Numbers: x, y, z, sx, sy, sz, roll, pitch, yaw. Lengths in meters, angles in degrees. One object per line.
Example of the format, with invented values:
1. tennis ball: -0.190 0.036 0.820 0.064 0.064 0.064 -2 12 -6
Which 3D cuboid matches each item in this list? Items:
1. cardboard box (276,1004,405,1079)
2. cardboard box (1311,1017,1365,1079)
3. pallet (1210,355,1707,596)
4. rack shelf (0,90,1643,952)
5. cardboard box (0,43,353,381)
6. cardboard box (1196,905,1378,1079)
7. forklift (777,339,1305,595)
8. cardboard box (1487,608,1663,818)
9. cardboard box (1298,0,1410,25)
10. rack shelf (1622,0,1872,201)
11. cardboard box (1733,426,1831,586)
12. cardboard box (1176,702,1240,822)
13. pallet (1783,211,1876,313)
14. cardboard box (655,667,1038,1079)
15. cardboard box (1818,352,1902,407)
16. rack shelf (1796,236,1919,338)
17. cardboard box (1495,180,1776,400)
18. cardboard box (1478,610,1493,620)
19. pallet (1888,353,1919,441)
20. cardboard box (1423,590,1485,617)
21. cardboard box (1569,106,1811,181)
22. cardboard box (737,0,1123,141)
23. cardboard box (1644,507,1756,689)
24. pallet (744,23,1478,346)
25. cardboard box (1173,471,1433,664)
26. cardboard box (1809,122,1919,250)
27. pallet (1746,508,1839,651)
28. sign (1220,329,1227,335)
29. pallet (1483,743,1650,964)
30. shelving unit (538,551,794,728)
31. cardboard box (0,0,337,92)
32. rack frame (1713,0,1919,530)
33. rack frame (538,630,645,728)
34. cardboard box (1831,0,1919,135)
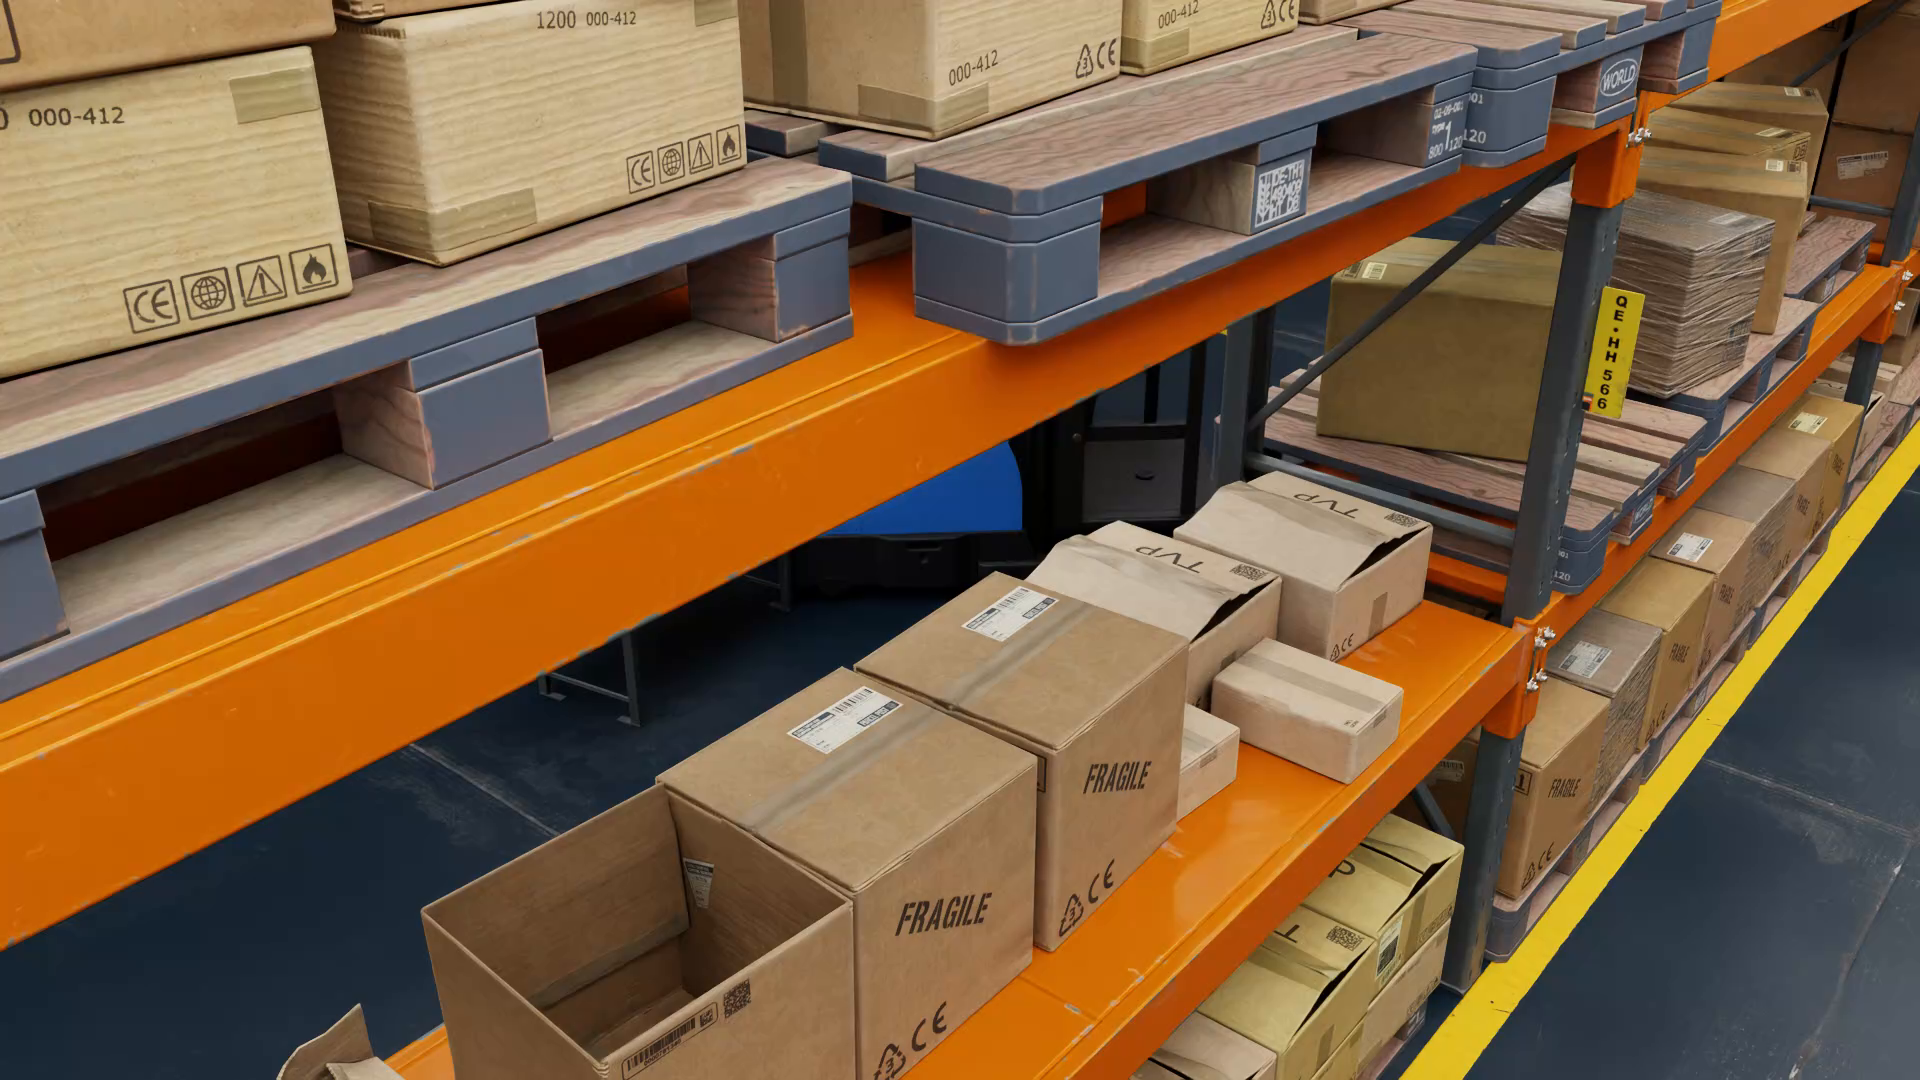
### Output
1. cardboard box: -0.942 1.004 2.691 0.396 0.266 0.258 20 33 33
2. cardboard box: 0.713 1.368 4.377 0.500 0.250 0.500 20 34 34
3. pallet: 1.562 -0.284 5.243 1.213 0.211 1.003 21 34 34
4. rack shelf: -0.087 -0.412 2.801 1.077 0.370 4.000 21 34 34
5. cardboard box: -0.960 -0.358 1.619 0.500 0.250 0.500 -24 36 -38
6. cardboard box: 0.716 1.121 4.244 0.500 0.311 0.500 20 34 34
7. forklift: 0.688 -1.314 7.101 3.031 2.935 1.130 -2 27 -3
8. cardboard box: 2.024 0.541 5.681 0.500 0.500 0.500 19 33 33
9. cardboard box: 0.620 -1.192 3.232 0.500 0.250 0.500 22 34 36
10. rack shelf: 2.457 -1.830 5.542 1.077 0.370 4.000 21 34 34
11. cardboard box: 3.316 -0.180 7.076 0.500 0.500 0.500 21 34 35
12. cardboard box: 0.417 0.472 3.847 0.380 0.149 0.250 24 36 38
13. pallet: 3.137 -1.190 6.995 1.003 0.211 1.213 21 34 34
14. cardboard box: -0.205 0.633 3.152 0.500 0.500 0.500 21 34 34
15. cardboard box: 4.706 -0.859 8.750 0.380 0.166 0.250 21 34 34
16. rack shelf: 5.001 -1.916 8.973 1.077 0.370 4.000 21 34 34
17. cardboard box: 2.228 -0.864 5.590 0.500 0.500 0.700 -21 34 -34
18. cardboard box: 1.599 0.406 5.942 0.500 0.500 0.500 22 35 36
19. pallet: 4.942 -0.966 9.387 1.003 0.211 1.213 21 34 34
20. cardboard box: 1.631 0.052 5.811 0.500 0.250 0.500 22 35 36
21. cardboard box: 2.867 -1.393 6.612 0.500 0.500 0.700 -22 35 -36
22. cardboard box: -0.096 -0.803 2.478 0.500 0.250 0.500 18 32 30
23. cardboard box: 2.674 0.178 6.382 0.500 0.500 0.500 19 33 33
24. pallet: 0.113 -0.693 2.766 1.003 0.211 1.213 23 35 37
25. cardboard box: 0.920 0.047 4.491 0.500 0.311 0.500 23 35 37
26. cardboard box: 4.264 -1.672 7.609 0.500 0.500 0.500 22 34 36
27. pallet: 3.241 0.011 7.499 1.003 0.211 1.213 21 34 34
28. sign: 0.760 -0.743 4.747 0.100 0.325 0.005 21 34 34
29. pallet: 1.689 0.876 5.826 1.003 0.211 1.213 21 34 34
30. shelving unit: -1.189 -0.212 6.527 0.538 1.500 1.048 14 31 25
31. cardboard box: -0.937 -0.683 1.431 0.500 0.500 0.500 21 34 35
32. rack frame: 3.729 -1.527 7.437 1.000 3.000 0.127 21 34 34
33. rack frame: -1.434 -0.007 6.131 0.500 1.500 0.032 14 31 25
34. cardboard box: 4.246 -2.100 7.348 0.500 0.500 0.500 22 34 36
